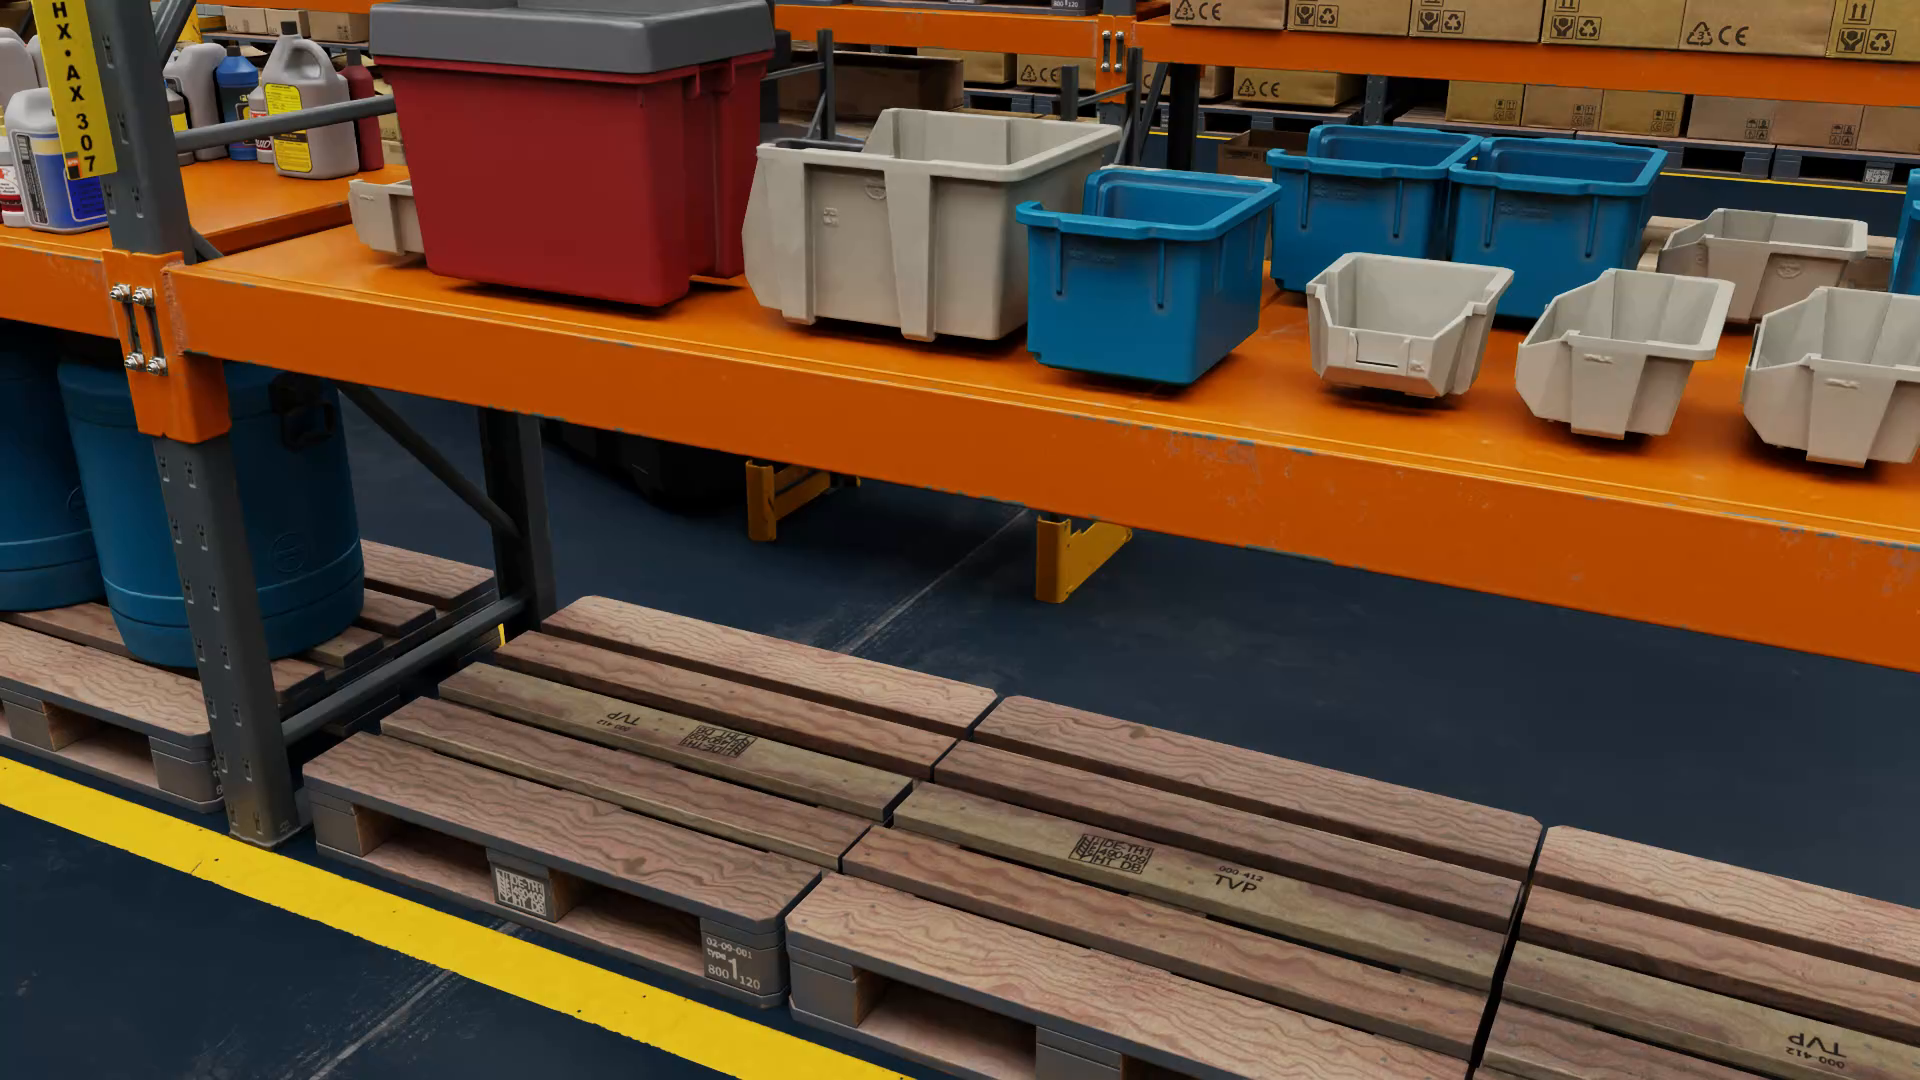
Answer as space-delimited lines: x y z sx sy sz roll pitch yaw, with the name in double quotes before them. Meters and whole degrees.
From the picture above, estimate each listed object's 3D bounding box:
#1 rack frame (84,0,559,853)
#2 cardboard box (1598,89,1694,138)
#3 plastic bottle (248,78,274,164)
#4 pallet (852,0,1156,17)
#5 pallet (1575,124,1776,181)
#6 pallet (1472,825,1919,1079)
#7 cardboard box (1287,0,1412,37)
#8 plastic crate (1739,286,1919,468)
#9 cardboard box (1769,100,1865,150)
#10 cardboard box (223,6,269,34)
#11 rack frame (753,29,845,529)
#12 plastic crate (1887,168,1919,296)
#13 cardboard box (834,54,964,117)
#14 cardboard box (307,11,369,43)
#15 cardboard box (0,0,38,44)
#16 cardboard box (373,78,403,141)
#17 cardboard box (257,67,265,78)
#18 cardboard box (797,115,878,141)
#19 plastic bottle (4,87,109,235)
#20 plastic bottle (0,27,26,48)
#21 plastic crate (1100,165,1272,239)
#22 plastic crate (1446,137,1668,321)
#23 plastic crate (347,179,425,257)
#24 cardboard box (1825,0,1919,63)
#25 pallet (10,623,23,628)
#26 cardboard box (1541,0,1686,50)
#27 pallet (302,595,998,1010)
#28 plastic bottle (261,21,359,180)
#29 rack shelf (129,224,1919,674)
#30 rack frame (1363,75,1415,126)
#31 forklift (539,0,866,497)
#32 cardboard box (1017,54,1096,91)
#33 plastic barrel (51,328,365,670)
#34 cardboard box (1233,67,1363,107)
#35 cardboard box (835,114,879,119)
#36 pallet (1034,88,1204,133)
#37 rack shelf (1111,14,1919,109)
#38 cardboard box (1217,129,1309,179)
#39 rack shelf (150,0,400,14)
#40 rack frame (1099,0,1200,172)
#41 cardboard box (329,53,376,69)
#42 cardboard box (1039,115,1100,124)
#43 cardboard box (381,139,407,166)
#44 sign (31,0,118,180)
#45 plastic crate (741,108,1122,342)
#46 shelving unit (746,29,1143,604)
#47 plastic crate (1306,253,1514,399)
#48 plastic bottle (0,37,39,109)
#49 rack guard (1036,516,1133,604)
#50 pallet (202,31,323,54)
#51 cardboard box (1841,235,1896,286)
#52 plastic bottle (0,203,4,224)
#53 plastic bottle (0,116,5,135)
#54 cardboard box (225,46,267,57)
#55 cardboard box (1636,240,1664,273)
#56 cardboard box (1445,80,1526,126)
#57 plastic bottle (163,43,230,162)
"rack frame" -1.338 -0.881 3.489 0.127 3.000 1.000 11 25 25
"cardboard box" 4.657 -3.035 11.212 0.500 0.500 0.700 12 26 26
"plastic bottle" -1.703 -1.041 4.119 0.097 0.201 0.097 0 23 0
"pallet" 0.236 -2.701 8.015 1.213 0.211 1.003 11 25 25
"pallet" 4.868 -2.682 11.286 1.213 0.211 1.003 11 25 25
"pallet" 1.513 0.949 2.749 1.213 0.211 1.003 11 25 25
"cardboard box" 1.690 -2.382 6.891 0.500 0.500 0.500 12 26 25
"plastic crate" 1.170 -0.218 2.191 0.243 0.136 0.396 11 25 25
"cardboard box" 5.585 -2.855 10.788 0.500 0.500 0.700 11 25 24
"cardboard box" -7.001 -5.272 16.687 0.500 0.311 0.500 8 24 19
"rack frame" -0.519 -0.792 5.193 0.032 1.500 0.500 11 25 25
"plastic crate" 1.572 -0.400 2.496 0.300 0.233 0.416 11 25 25
"cardboard box" -0.314 -2.355 8.628 0.500 0.250 0.500 11 26 25
"cardboard box" -5.860 -5.111 16.068 0.500 0.500 0.700 10 25 21
"cardboard box" -6.512 -3.487 11.636 0.500 0.500 0.500 11 25 25
"cardboard box" -3.248 -2.509 9.578 0.500 0.311 0.500 12 26 26
"cardboard box" -4.164 -2.689 10.000 0.500 0.311 0.500 11 25 24
"cardboard box" -0.555 -1.829 8.349 0.500 0.500 0.500 12 26 25
"plastic bottle" -1.836 -0.781 3.412 0.135 0.276 0.152 11 25 25
"plastic bottle" -2.613 -1.243 4.500 0.135 0.276 0.152 11 25 25
"plastic crate" 0.351 -0.585 3.053 0.466 0.136 0.293 11 25 25
"plastic crate" 0.984 -0.517 2.769 0.300 0.233 0.416 11 25 25
"plastic crate" -0.988 -0.655 3.219 0.243 0.136 0.396 11 25 25
"cardboard box" 3.482 -2.025 6.050 0.500 0.500 0.500 11 26 25
"pallet" -3.101 0.036 4.895 1.213 0.211 1.003 11 25 25
"cardboard box" 2.590 -2.204 6.471 0.500 0.500 0.500 11 25 24
"pallet" -0.665 0.518 3.762 1.213 0.211 1.003 11 25 25
"plastic bottle" -1.542 -1.041 3.928 0.185 0.351 0.144 11 25 25
"rack shelf" 0.446 -0.197 2.800 4.000 0.370 1.077 11 25 25
"rack frame" 3.132 -4.341 11.626 0.127 3.000 1.000 11 25 25
"forklift" -1.416 -1.998 6.204 1.130 2.935 3.031 -17 28 -34
"cardboard box" 0.938 -3.919 12.843 0.750 0.750 0.750 11 25 24
"plastic barrel" -1.816 -0.211 4.058 0.708 0.901 0.600 11 25 25
"cardboard box" 2.493 -3.615 12.127 0.750 0.750 0.750 12 26 25
"cardboard box" -0.346 -2.014 8.786 0.500 0.500 0.500 12 26 25
"pallet" 1.316 -3.383 12.935 1.213 0.211 1.003 11 25 25
"rack shelf" 2.685 -1.926 6.866 4.000 0.370 1.077 11 25 25
"cardboard box" 1.536 -1.661 7.955 0.500 0.500 0.500 11 25 25
"rack shelf" -4.455 -3.339 10.188 4.000 0.370 1.077 11 25 25
"rack frame" 0.900 -2.611 7.556 0.127 3.000 1.000 11 25 25
"cardboard box" -3.931 -2.879 10.446 0.500 0.311 0.500 10 25 23
"cardboard box" 0.578 -1.833 8.360 0.500 0.500 0.500 10 25 22
"cardboard box" -3.249 -2.253 9.691 0.500 0.250 0.500 12 26 26
"sign" -1.588 -0.817 2.984 0.005 0.325 0.100 11 25 25
"plastic crate" -0.059 -0.520 2.716 0.530 0.282 0.437 11 25 25
"shelving unit" -0.058 -0.700 4.976 1.083 1.500 0.587 11 25 25
"plastic crate" 0.638 -0.305 2.394 0.250 0.136 0.298 11 25 25
"plastic bottle" -2.475 -1.149 4.278 0.135 0.276 0.152 11 25 25
"rack guard" 0.383 -0.035 5.009 0.087 0.250 0.587 11 25 25
"pallet" -6.801 -5.008 16.756 1.213 0.211 1.003 11 25 25
"cardboard box" 3.666 -1.125 7.013 0.500 0.250 0.500 11 25 25
"plastic bottle" -2.063 -0.809 3.469 0.133 0.283 0.061 11 25 25
"plastic bottle" -2.043 -0.802 3.558 0.097 0.201 0.097 0 23 0
"cardboard box" -4.837 -3.059 10.871 0.500 0.311 0.500 11 25 24
"cardboard box" 3.039 -1.030 6.790 0.500 0.250 0.500 11 25 25
"cardboard box" 3.753 -3.216 11.638 0.500 0.500 0.700 12 26 25
"plastic bottle" -1.906 -1.104 4.171 0.135 0.276 0.152 11 25 25
